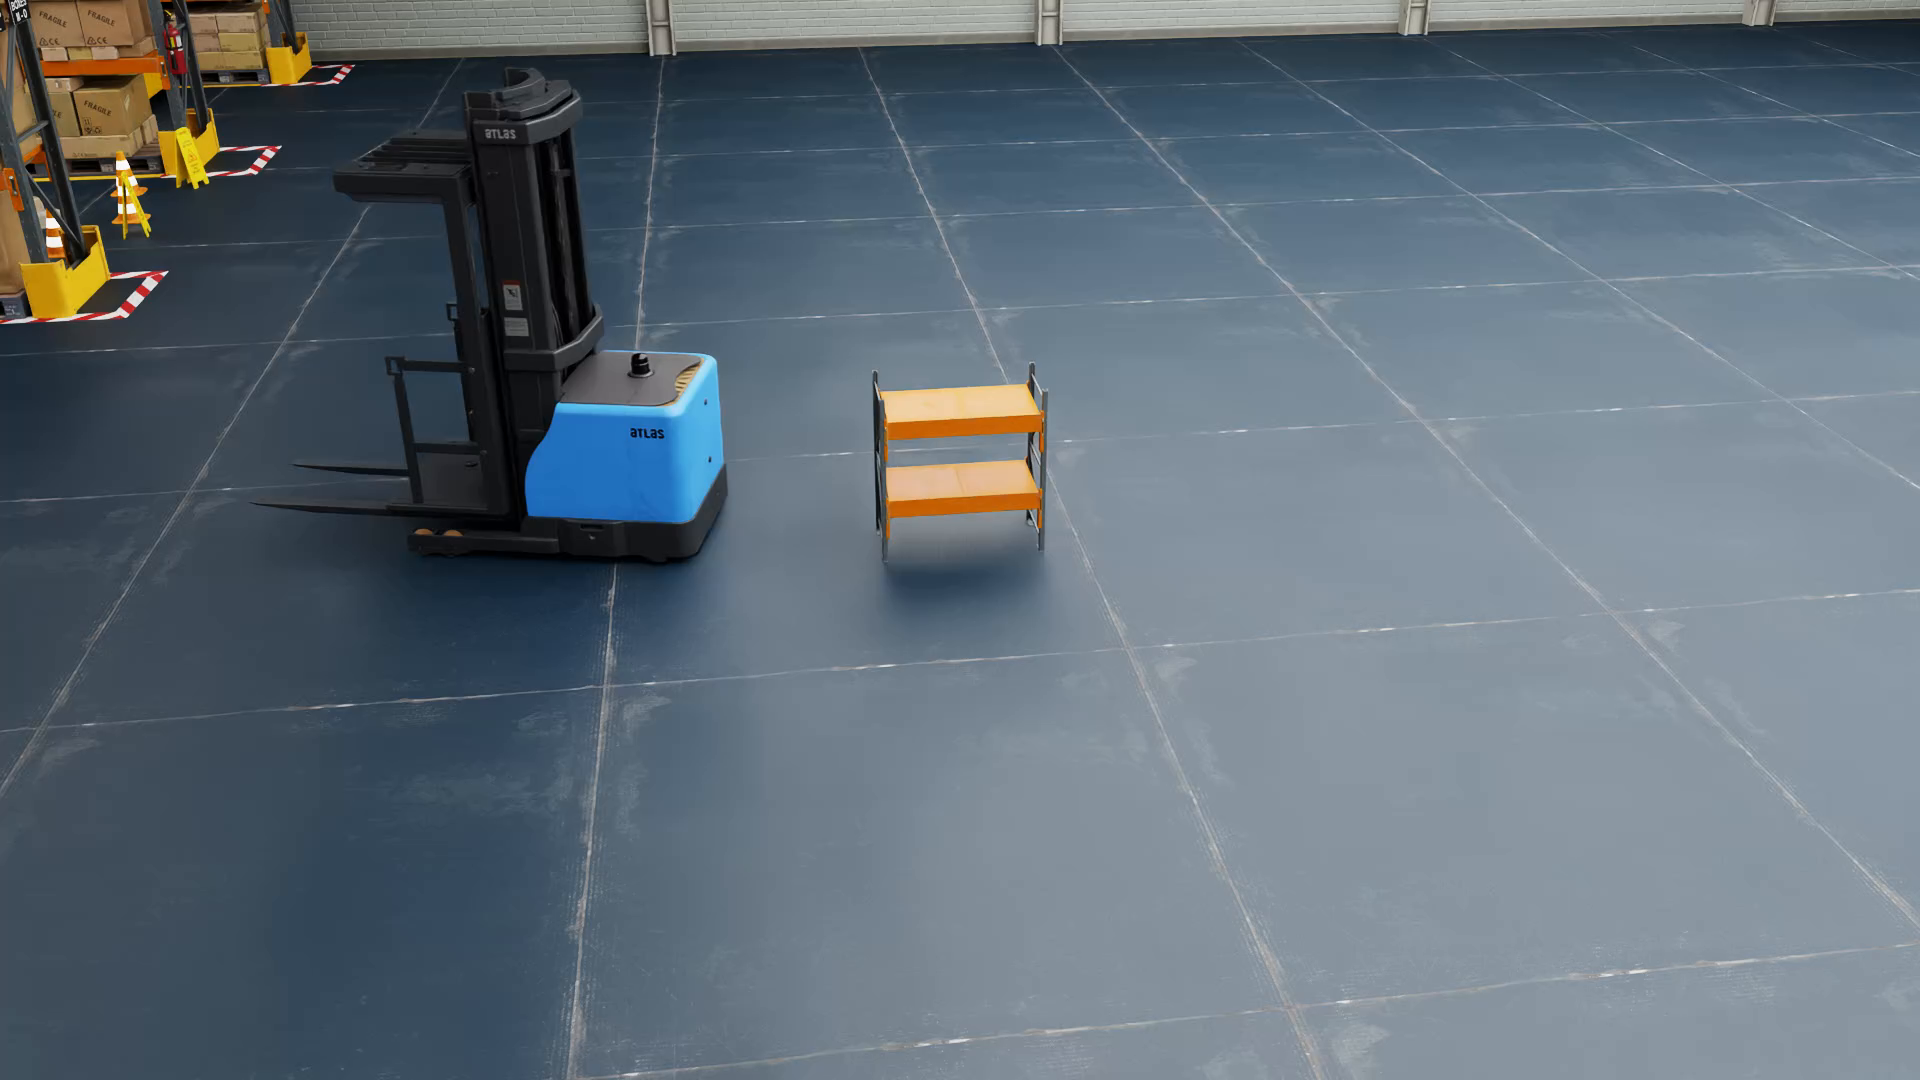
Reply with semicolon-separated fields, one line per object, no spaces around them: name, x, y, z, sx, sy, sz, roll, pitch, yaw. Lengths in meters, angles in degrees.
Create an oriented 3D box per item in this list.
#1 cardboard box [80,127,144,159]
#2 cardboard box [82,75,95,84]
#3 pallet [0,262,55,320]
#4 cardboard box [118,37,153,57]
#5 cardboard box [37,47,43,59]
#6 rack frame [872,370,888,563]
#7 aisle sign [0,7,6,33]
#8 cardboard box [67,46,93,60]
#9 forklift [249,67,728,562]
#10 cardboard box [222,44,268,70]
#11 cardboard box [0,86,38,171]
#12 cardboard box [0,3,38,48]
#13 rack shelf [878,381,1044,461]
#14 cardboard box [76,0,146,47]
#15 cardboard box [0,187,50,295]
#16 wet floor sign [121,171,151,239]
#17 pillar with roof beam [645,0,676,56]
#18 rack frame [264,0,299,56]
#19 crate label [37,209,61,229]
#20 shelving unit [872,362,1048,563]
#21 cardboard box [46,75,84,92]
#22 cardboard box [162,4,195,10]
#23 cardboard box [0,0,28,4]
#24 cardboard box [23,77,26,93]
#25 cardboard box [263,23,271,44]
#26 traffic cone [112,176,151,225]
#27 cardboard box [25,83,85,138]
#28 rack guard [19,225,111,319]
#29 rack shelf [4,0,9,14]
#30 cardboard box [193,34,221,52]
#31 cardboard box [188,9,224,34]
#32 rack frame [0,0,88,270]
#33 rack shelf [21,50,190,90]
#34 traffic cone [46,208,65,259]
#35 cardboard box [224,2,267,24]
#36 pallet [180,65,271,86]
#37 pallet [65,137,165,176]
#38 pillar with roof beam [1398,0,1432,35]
cardboard box;-9.767;-4.590;19.165;0.500;0.250;0.500;-4;27;-7
cardboard box;-10.358;-5.135;19.405;0.500;0.500;0.500;-5;28;-9
pallet;-8.971;-2.243;15.093;1.213;0.211;1.003;-4;27;-7
cardboard box;-9.320;-5.569;18.796;0.250;0.149;0.380;-3;27;-5
cardboard box;-10.337;-5.513;18.687;0.250;0.149;0.380;-3;27;-6
rack frame;-0.510;-0.468;10.632;0.032;1.125;0.500;-4;27;-7
aisle sign;-8.078;-4.596;13.775;0.004;0.787;0.394;-4;27;-7
cardboard box;-9.813;-5.496;18.654;0.250;0.149;0.380;-4;27;-8
forklift;-3.143;-1.434;10.536;3.031;2.935;1.130;3;27;5
cardboard box;-10.096;-6.836;23.541;0.500;0.250;0.500;-3;27;-7
cardboard box;-8.551;-3.593;14.504;0.550;0.550;0.875;-4;27;-7
cardboard box;-10.471;-5.759;18.455;0.500;0.500;0.500;-4;27;-7
rack shelf;-0.007;-0.760;10.561;1.000;0.278;0.538;-4;27;-7
cardboard box;-9.479;-5.819;18.572;0.500;0.500;0.500;-4;27;-8
cardboard box;-8.852;-2.739;14.871;0.875;0.875;0.875;-4;27;-7
wet floor sign;-8.437;-3.419;16.910;0.232;0.644;0.267;-8;28;-16
pillar with roof beam;-3.949;-9.513;19.635;0.400;9.000;9.100;-4;27;-7
rack frame;-9.675;-8.045;23.346;0.127;3.000;1.000;-4;27;-7
crate label;-9.504;-3.359;17.349;0.298;0.136;0.250;-20;33;-33
shelving unit;-0.007;-0.500;10.695;1.048;1.125;0.538;-4;27;-7
cardboard box;-10.091;-5.165;18.752;0.250;0.149;0.380;-3;27;-6
cardboard box;-11.168;-7.448;23.639;0.500;0.250;0.500;-4;27;-7
cardboard box;-10.448;-6.184;18.188;0.500;0.500;0.700;-4;27;-8
cardboard box;-10.602;-5.134;18.692;0.250;0.149;0.380;-3;27;-5
cardboard box;-10.170;-7.295;23.888;0.500;0.250;0.500;-3;27;-6
traffic cone;-8.735;-3.582;17.427;0.334;0.463;0.336;-4;27;-7
cardboard box;-10.253;-4.895;18.937;0.500;0.500;0.500;-3;27;-5
rack guard;-8.166;-2.459;15.198;0.348;0.500;1.175;-4;27;-7
rack shelf;-10.171;-4.457;13.856;4.000;0.370;1.077;-4;27;-7
cardboard box;-10.612;-7.032;23.375;0.500;0.250;0.500;-4;27;-8
cardboard box;-10.592;-7.248;23.249;0.500;0.250;0.500;-3;27;-6
rack frame;-8.190;-3.570;14.624;0.127;3.000;1.000;-4;27;-7
rack shelf;-10.960;-5.354;18.889;4.000;0.370;1.077;-4;27;-7
traffic cone;-8.914;-3.050;16.389;0.334;0.463;0.336;-4;27;-7
cardboard box;-10.177;-7.508;23.757;0.500;0.250;0.500;-4;27;-8
pallet;-10.427;-6.737;23.851;1.213;0.211;1.003;-4;27;-7
pallet;-9.865;-4.520;19.531;1.213;0.211;1.003;-4;27;-7
pillar with roof beam;7.934;-10.276;21.122;0.400;9.000;9.100;-4;27;-7
